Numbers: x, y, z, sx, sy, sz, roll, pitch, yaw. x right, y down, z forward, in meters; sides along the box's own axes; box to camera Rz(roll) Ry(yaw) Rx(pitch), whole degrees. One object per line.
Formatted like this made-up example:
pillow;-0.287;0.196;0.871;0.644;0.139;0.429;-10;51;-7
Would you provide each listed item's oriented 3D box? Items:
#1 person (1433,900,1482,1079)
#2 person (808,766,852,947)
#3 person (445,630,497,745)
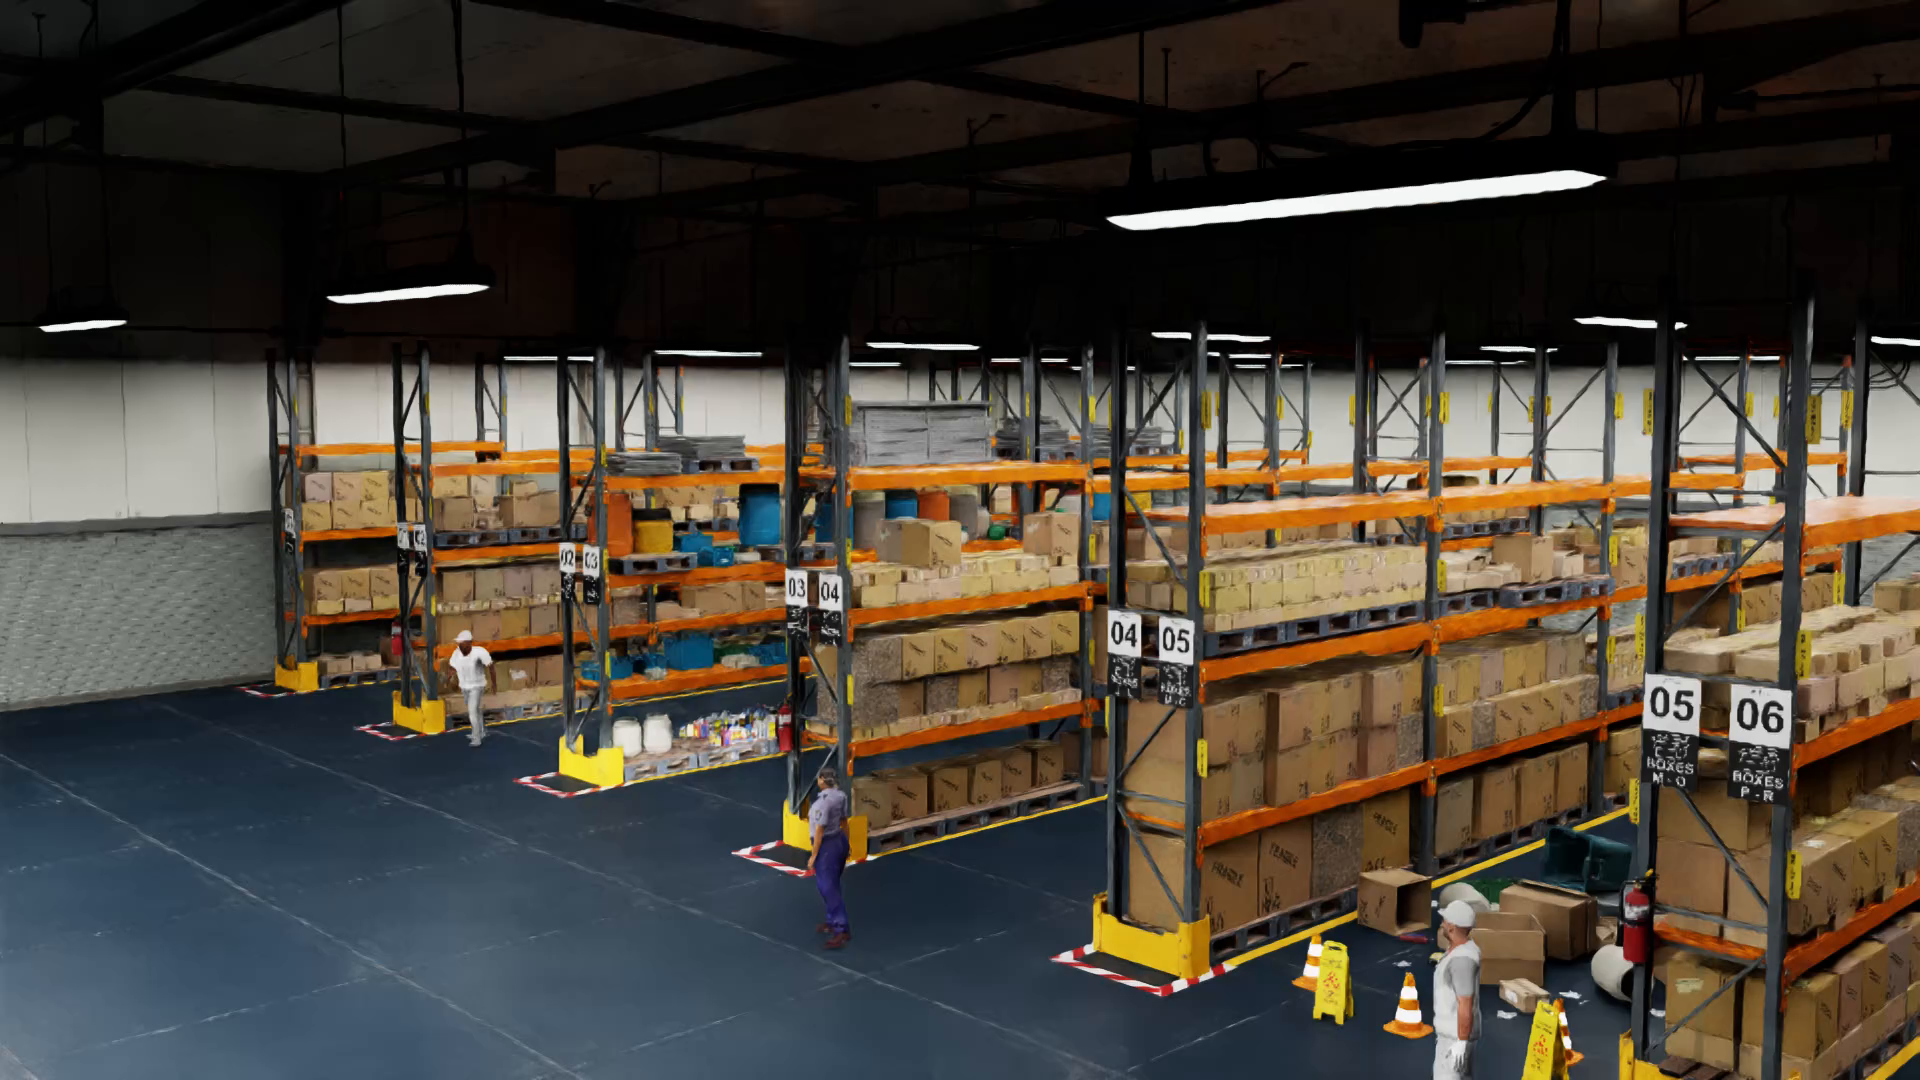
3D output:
person;3.362;3.306;11.113;0.400;1.782;0.603;2;5;18
person;-1.239;2.984;15.845;0.487;1.639;0.689;2;5;17
person;-7.264;2.167;24.746;0.708;1.701;0.793;2;6;26
